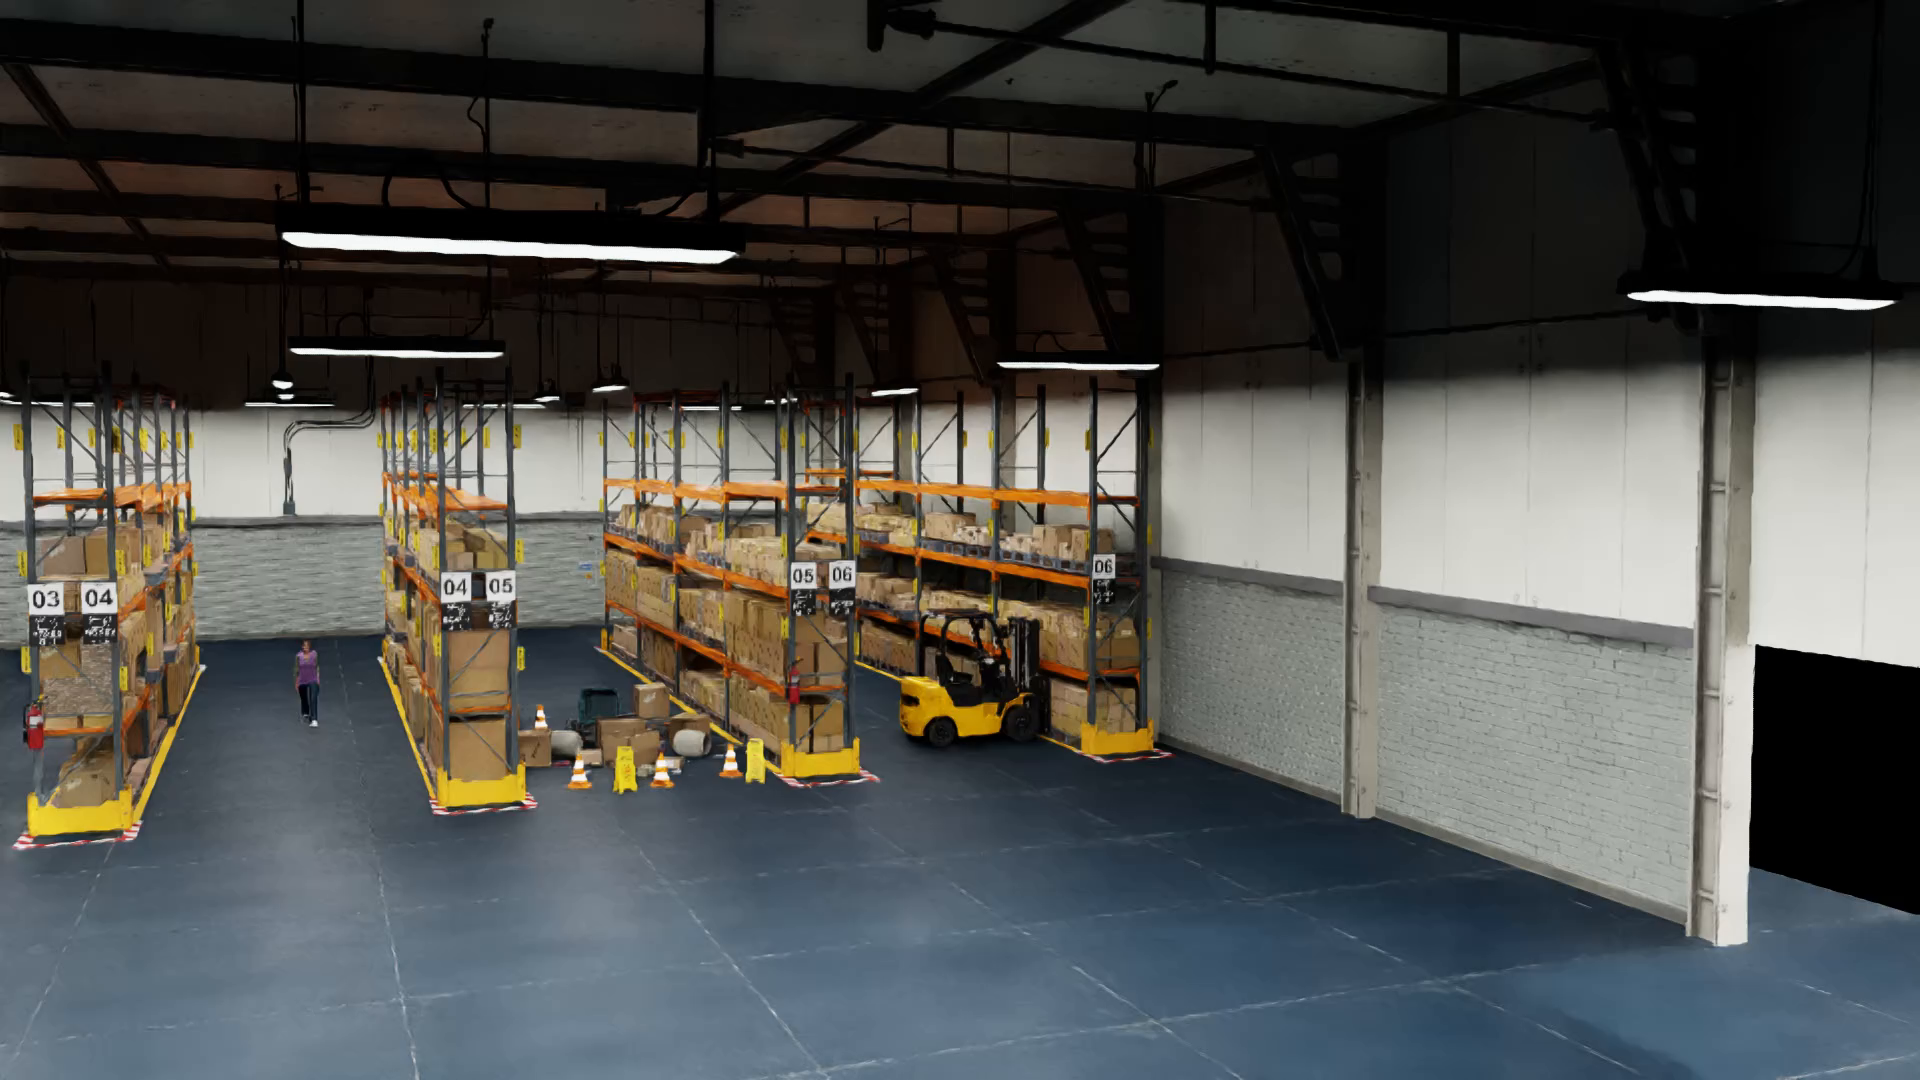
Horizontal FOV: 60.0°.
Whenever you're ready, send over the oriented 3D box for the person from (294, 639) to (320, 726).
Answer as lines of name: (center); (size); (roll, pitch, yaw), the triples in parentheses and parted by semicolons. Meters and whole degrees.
person: (-11.456, 2.471, 29.153); (0.418, 1.512, 1.028); (-1, 4, -20)
